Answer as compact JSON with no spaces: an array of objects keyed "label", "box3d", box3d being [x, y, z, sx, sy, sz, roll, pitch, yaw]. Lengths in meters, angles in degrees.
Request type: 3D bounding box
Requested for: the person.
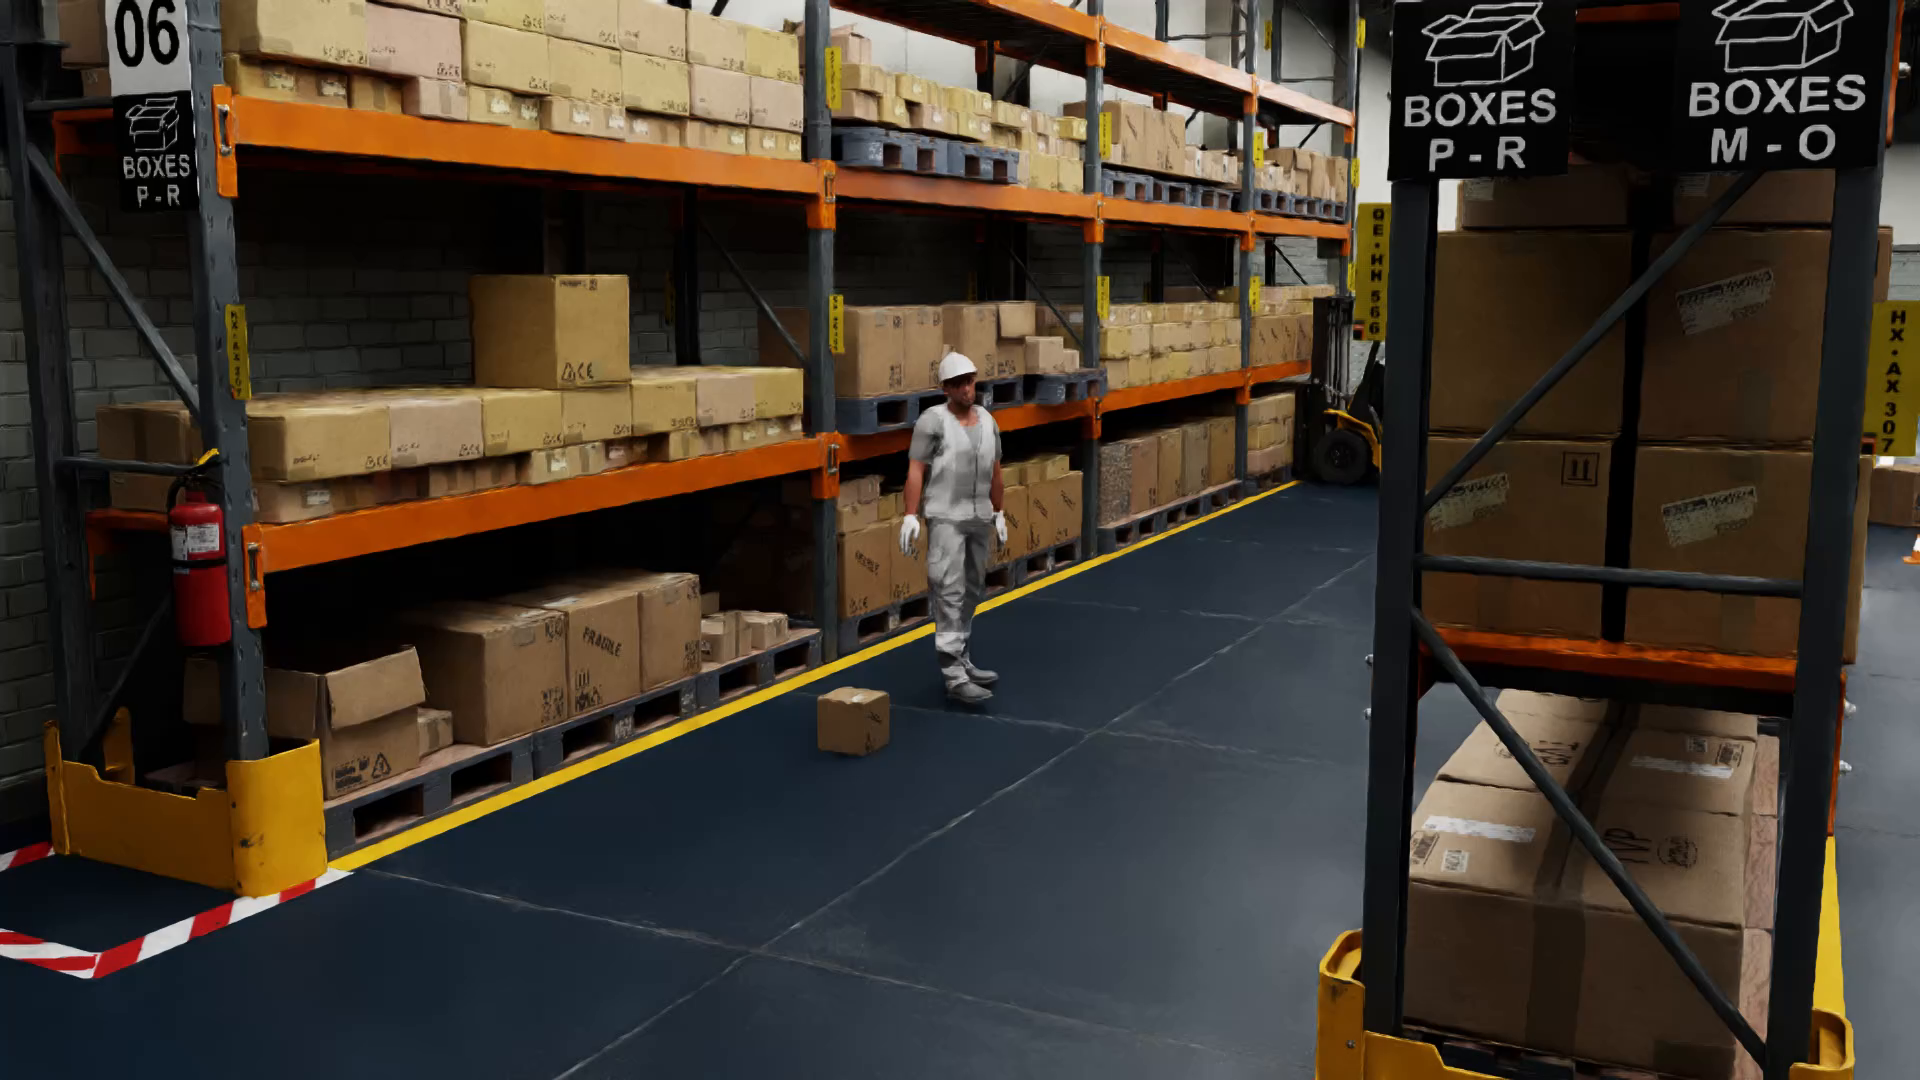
[{"label":"person","box3d":[0.026,-0.071,8.582,0.755,1.783,0.610,-8,12,-41]}]
